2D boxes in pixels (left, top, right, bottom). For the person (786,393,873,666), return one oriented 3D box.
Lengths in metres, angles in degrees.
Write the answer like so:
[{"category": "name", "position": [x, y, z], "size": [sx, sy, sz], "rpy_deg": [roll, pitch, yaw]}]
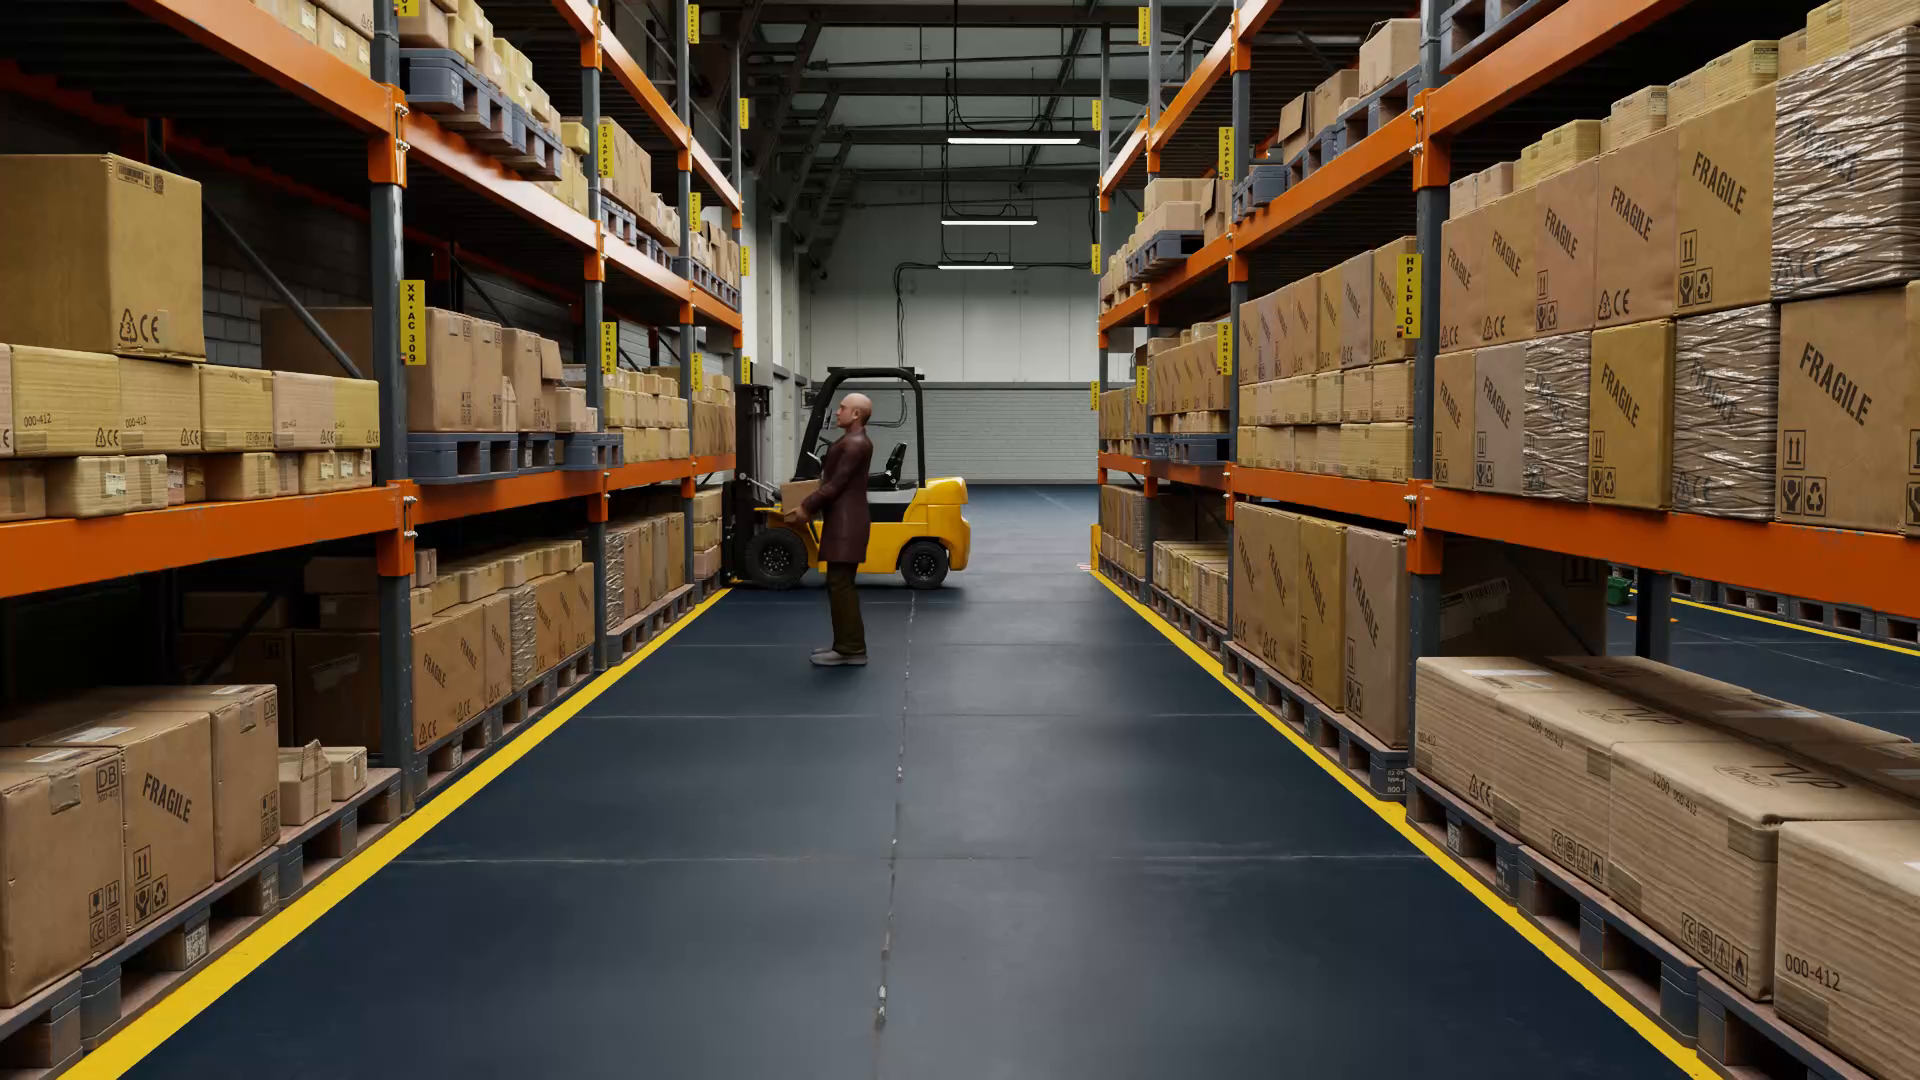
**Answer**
[{"category": "person", "position": [-0.851, -0.074, 10.897], "size": [0.562, 1.769, 0.530], "rpy_deg": [0, 4, -1]}]
